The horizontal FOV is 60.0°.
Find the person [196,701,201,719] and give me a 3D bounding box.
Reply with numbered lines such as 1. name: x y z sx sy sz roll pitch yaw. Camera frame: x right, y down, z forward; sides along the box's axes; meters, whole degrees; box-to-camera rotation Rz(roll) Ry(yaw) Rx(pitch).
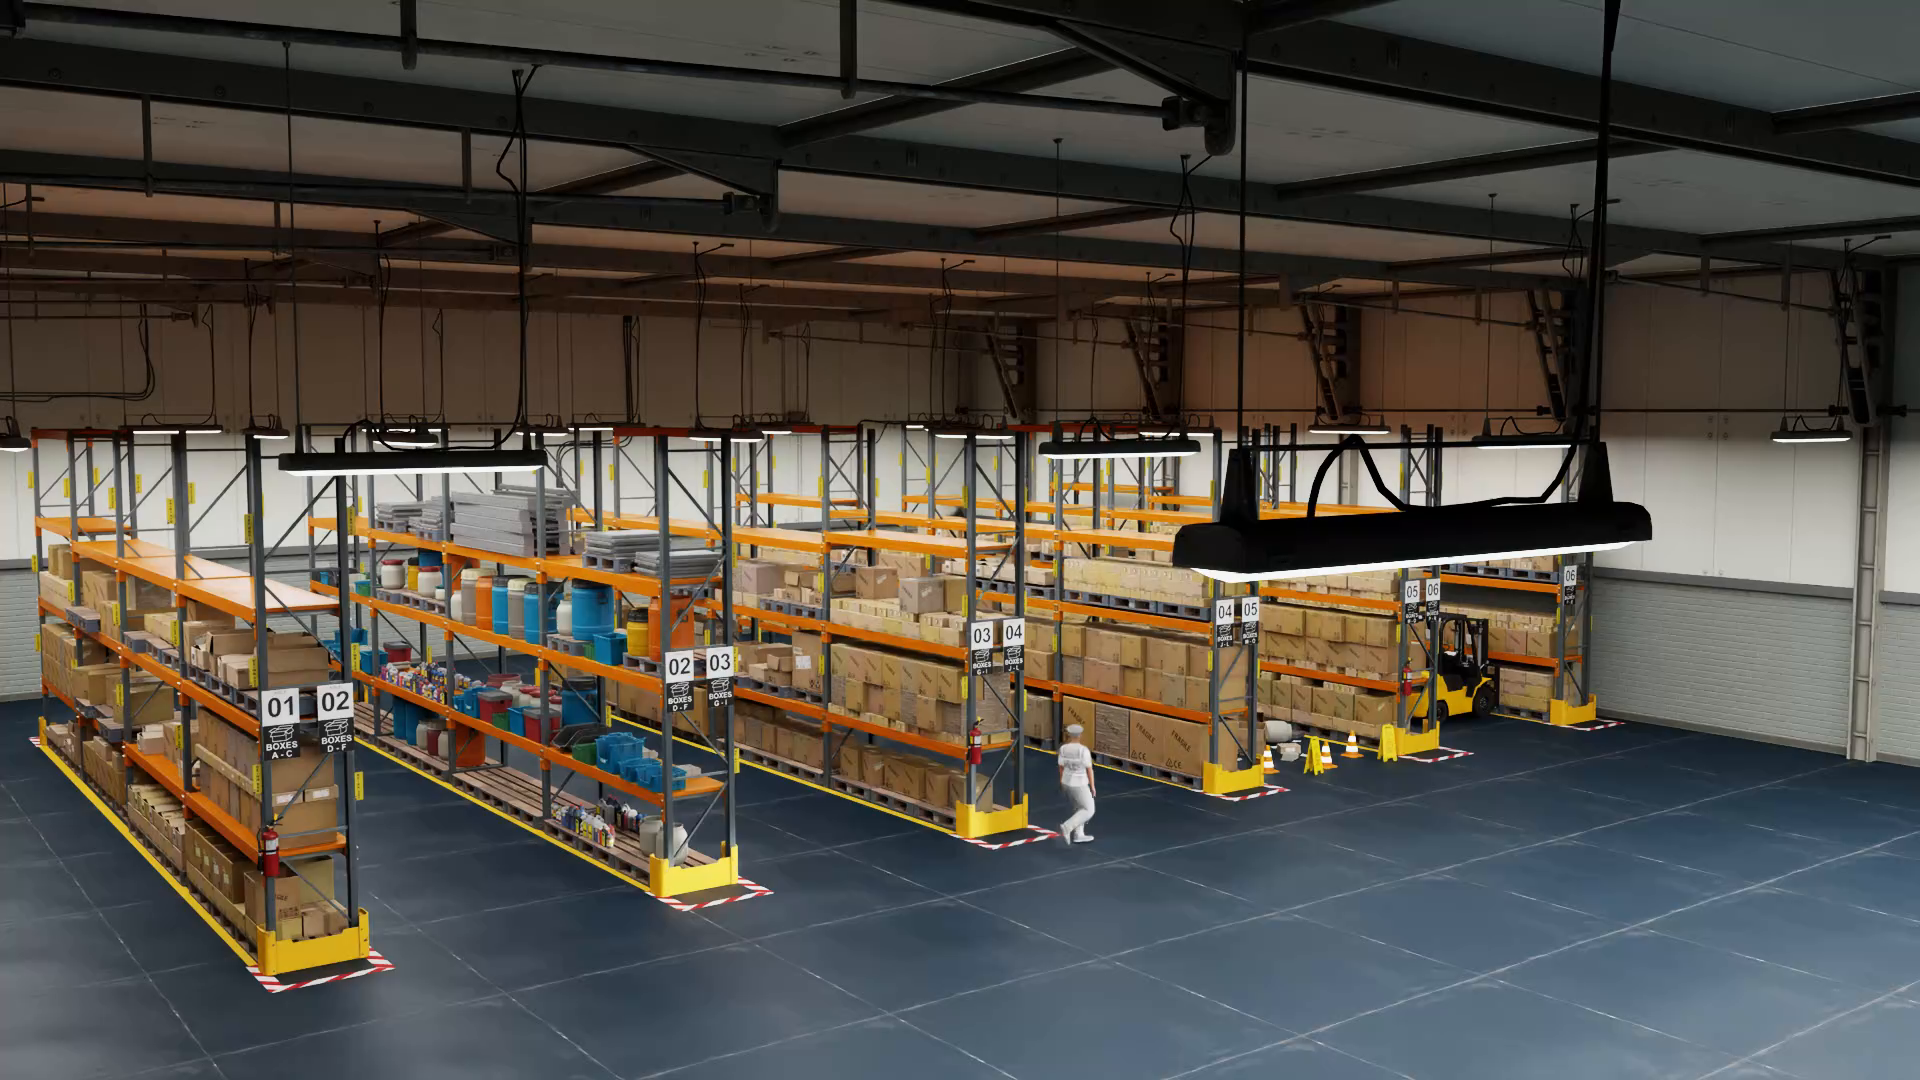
1. person: -15.073 3.085 32.713 0.478 1.434 0.495 0 4 3

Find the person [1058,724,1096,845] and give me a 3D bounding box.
1. person: 1.675 3.552 24.184 0.649 1.734 0.563 -2 5 -27
